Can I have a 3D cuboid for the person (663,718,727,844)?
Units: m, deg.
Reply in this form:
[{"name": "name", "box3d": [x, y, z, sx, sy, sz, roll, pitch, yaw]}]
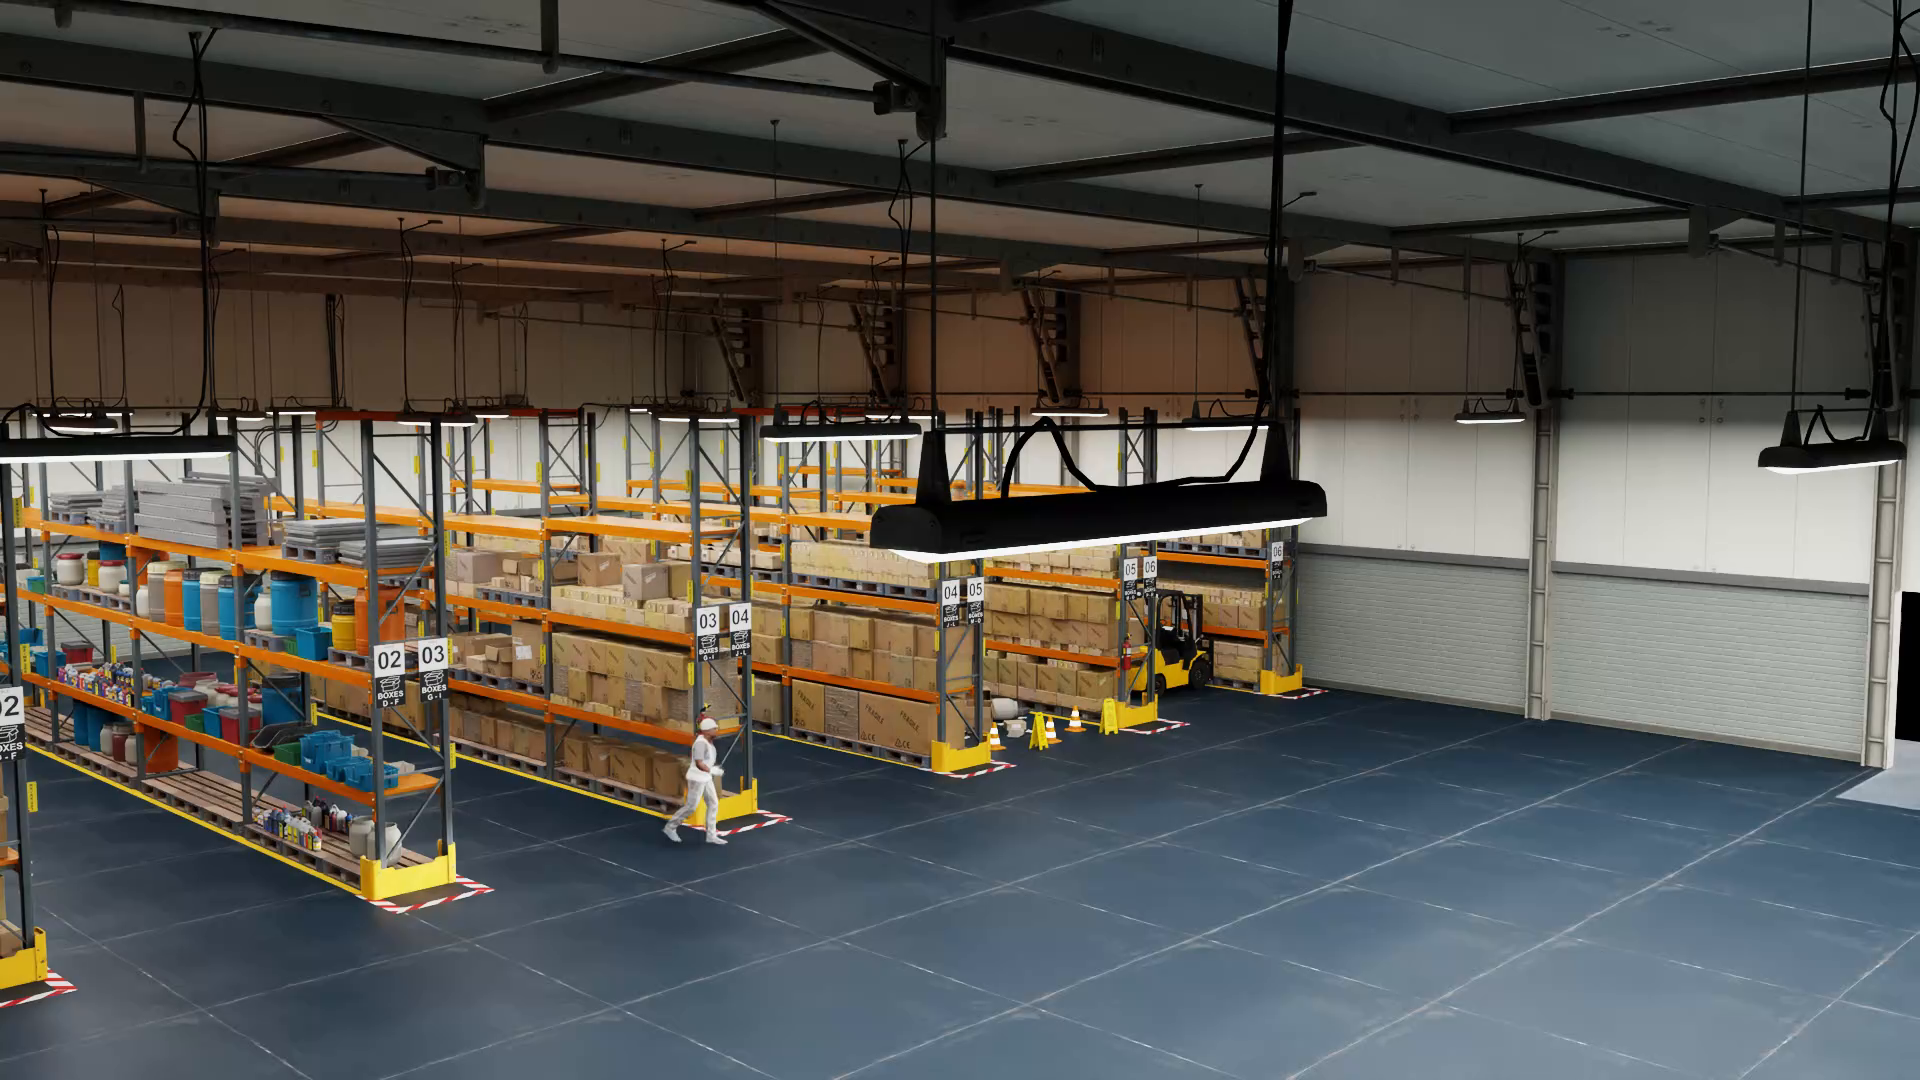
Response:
[{"name": "person", "box3d": [-3.704, 3.385, 23.374, 0.908, 1.772, 0.678, 1, 5, 9]}]
